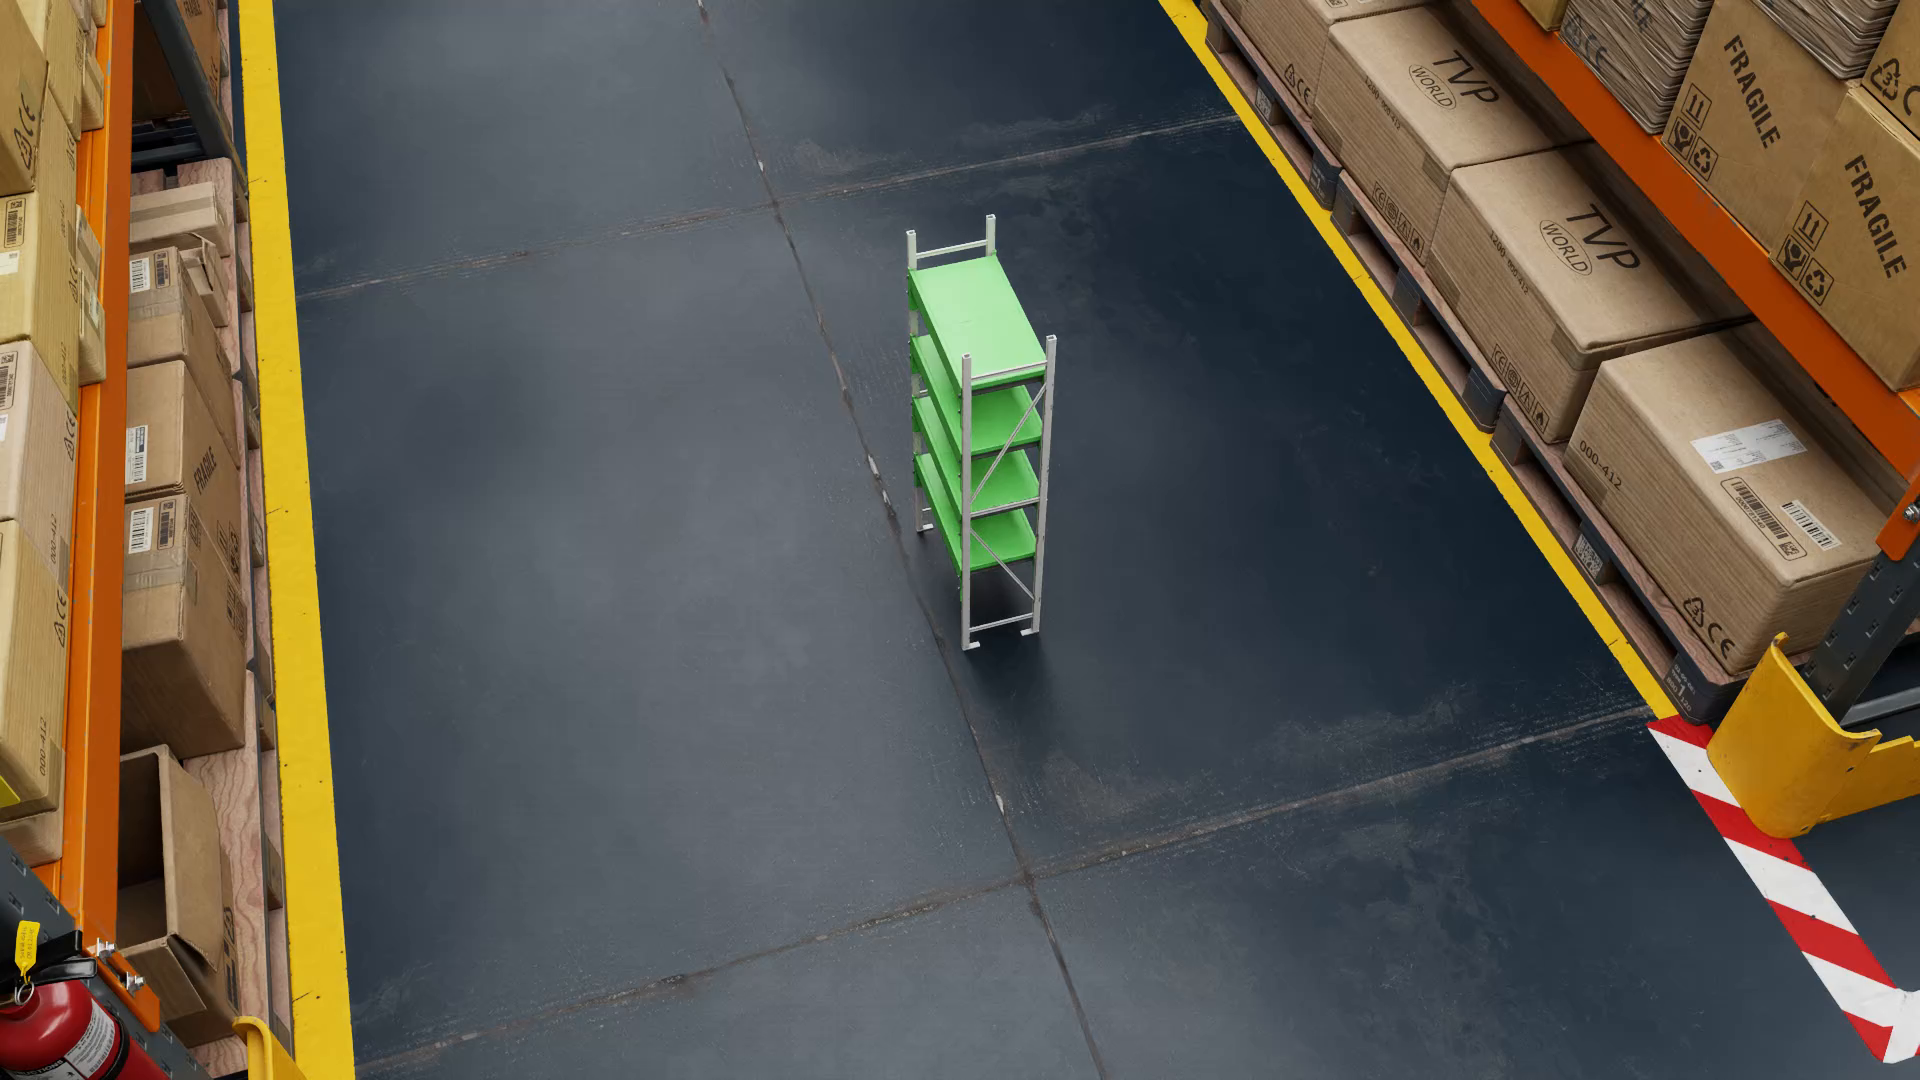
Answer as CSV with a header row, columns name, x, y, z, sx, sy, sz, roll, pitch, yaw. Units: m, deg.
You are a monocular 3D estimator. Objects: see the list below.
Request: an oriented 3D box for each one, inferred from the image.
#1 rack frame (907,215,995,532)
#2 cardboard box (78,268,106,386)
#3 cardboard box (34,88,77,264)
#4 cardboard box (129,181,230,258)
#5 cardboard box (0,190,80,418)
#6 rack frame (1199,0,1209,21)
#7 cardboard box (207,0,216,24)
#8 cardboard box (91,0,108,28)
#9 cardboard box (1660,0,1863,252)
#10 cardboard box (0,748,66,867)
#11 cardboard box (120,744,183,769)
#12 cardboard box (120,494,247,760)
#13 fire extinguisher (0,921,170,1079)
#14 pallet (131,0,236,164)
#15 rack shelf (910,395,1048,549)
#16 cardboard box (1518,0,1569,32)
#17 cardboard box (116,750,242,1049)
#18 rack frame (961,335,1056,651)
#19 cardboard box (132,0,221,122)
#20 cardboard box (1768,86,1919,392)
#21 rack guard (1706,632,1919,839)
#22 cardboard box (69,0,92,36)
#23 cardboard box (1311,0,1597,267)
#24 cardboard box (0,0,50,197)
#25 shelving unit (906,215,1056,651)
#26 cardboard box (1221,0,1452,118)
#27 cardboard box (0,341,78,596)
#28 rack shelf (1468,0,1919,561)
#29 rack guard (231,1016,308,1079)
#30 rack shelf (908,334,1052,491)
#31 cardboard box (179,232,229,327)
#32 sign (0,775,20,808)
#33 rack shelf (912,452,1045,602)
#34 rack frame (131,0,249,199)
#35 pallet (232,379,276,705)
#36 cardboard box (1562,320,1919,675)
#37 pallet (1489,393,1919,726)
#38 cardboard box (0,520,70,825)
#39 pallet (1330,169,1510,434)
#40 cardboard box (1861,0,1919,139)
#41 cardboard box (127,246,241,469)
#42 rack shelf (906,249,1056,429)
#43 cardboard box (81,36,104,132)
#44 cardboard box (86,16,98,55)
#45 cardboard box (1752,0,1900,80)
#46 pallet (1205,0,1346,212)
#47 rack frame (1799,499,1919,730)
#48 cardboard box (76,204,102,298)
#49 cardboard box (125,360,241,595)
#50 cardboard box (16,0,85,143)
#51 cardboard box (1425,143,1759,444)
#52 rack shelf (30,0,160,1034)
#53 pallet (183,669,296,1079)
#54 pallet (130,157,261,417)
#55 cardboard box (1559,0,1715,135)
name,x,y,z,sx,sy,sz,roll,pitch,yaw
rack frame,-0.023,-0.444,4.840,0.240,1.200,0.015,-13,51,-11
cardboard box,-2.198,-0.457,3.838,0.380,0.149,0.250,-15,51,-12
cardboard box,-2.380,-0.830,3.892,0.500,0.250,0.500,-15,51,-12
cardboard box,-2.767,-1.081,5.790,0.380,0.149,0.250,-15,51,-12
cardboard box,-2.209,-0.462,3.581,0.500,0.250,0.500,-14,51,-12
rack frame,1.528,-3.331,6.096,1.000,3.000,0.127,-13,51,-11
cardboard box,-3.307,-2.326,6.609,0.500,0.500,0.500,-14,51,-11
cardboard box,-2.679,-1.579,4.784,0.380,0.149,0.250,-12,51,-10
cardboard box,2.182,-1.104,4.153,0.500,0.500,0.500,-14,51,-12
cardboard box,-1.864,0.495,3.035,0.380,0.149,0.250,-14,51,-11
cardboard box,-2.208,0.712,4.278,0.380,0.149,0.250,-15,52,-12
cardboard box,-2.335,0.285,4.408,0.700,0.500,0.500,-11,51,-9
fire extinguisher,-1.544,0.864,2.854,0.296,0.674,0.183,-13,51,-11
pallet,-3.489,-1.892,6.707,1.003,0.211,1.213,-13,51,-11
rack shelf,0.049,-0.225,4.738,0.258,0.148,0.480,-13,51,-11
cardboard box,1.855,-1.851,4.783,0.500,0.500,0.500,-12,51,-10
cardboard box,-2.120,0.917,3.873,0.797,0.503,0.637,-15,52,-12
rack frame,0.121,-0.088,4.539,0.240,1.200,0.015,-13,51,-11
cardboard box,-3.140,-1.939,6.283,0.500,0.500,0.500,-11,51,-9
cardboard box,2.316,-0.734,3.841,0.500,0.500,0.500,-13,51,-11
rack guard,2.718,0.414,4.574,1.175,0.500,0.348,-13,51,-11
cardboard box,-2.666,-1.574,4.518,0.500,0.250,0.500,-13,51,-11
cardboard box,1.877,-1.504,5.957,0.875,0.438,0.875,-15,51,-12
cardboard box,-2.350,-1.061,3.596,0.500,0.500,0.500,-12,51,-10
shelving unit,0.049,-0.266,4.689,0.258,1.200,0.503,-13,51,-11
cardboard box,1.611,-2.157,6.508,0.875,0.438,0.875,-14,51,-12
cardboard box,-2.055,-0.092,3.269,0.500,0.250,0.500,-13,51,-11
rack shelf,2.120,-1.638,5.139,1.077,0.370,4.000,-13,51,-11
rack guard,-2.052,1.466,3.687,1.175,0.500,0.348,-13,51,-11
rack shelf,0.049,-0.379,4.555,0.258,0.148,0.480,-13,51,-11
cardboard box,-2.661,-0.858,5.525,0.396,0.266,0.258,-12,51,-10
sign,-1.511,0.314,2.457,0.100,0.325,0.005,-13,51,-11
rack shelf,0.049,-0.070,4.922,0.258,0.148,0.480,-13,51,-11
rack frame,-3.212,-2.206,5.147,1.000,3.000,0.127,-13,51,-11
pallet,-2.646,0.088,5.038,1.003,0.211,1.213,-13,51,-11
cardboard box,2.420,-0.178,4.839,0.875,0.438,0.875,-15,51,-12
pallet,2.400,-0.077,5.177,1.003,0.211,1.213,-13,51,-11
cardboard box,-1.906,0.276,2.959,0.500,0.250,0.500,-13,51,-11
pallet,2.043,-0.966,5.926,1.003,0.211,1.213,-13,51,-11
cardboard box,2.341,-1.062,3.464,0.500,0.500,0.500,-12,51,-10
cardboard box,-2.642,-0.473,5.047,0.700,0.500,0.500,-15,52,-12
rack shelf,0.049,-0.534,4.371,0.258,0.148,0.480,-13,51,-11
cardboard box,-2.525,-1.201,4.465,0.380,0.149,0.250,-14,51,-12
cardboard box,-2.627,-1.381,4.617,0.380,0.149,0.250,-12,51,-10
cardboard box,2.159,-1.437,3.780,0.500,0.500,0.500,-13,51,-11
pallet,1.678,-1.859,6.679,1.003,0.211,1.213,-13,51,-11
rack frame,2.711,-0.409,3.633,1.000,3.000,0.127,-13,51,-11
cardboard box,-2.295,-0.645,3.996,0.380,0.149,0.250,-12,51,-10
cardboard box,-2.396,-0.124,4.753,0.500,0.500,0.500,-12,51,-10
cardboard box,-2.531,-1.206,4.209,0.500,0.250,0.500,-14,51,-11
cardboard box,2.142,-0.845,5.401,0.875,0.438,0.875,-12,51,-10
rack shelf,-2.621,-0.513,4.191,1.077,0.370,4.000,-13,51,-11
pallet,-2.289,0.977,4.288,1.003,0.211,1.213,-13,51,-11
pallet,-3.010,-0.805,5.791,1.003,0.211,1.213,-13,51,-11
cardboard box,2.020,-1.477,4.468,0.500,0.500,0.500,-12,51,-10
